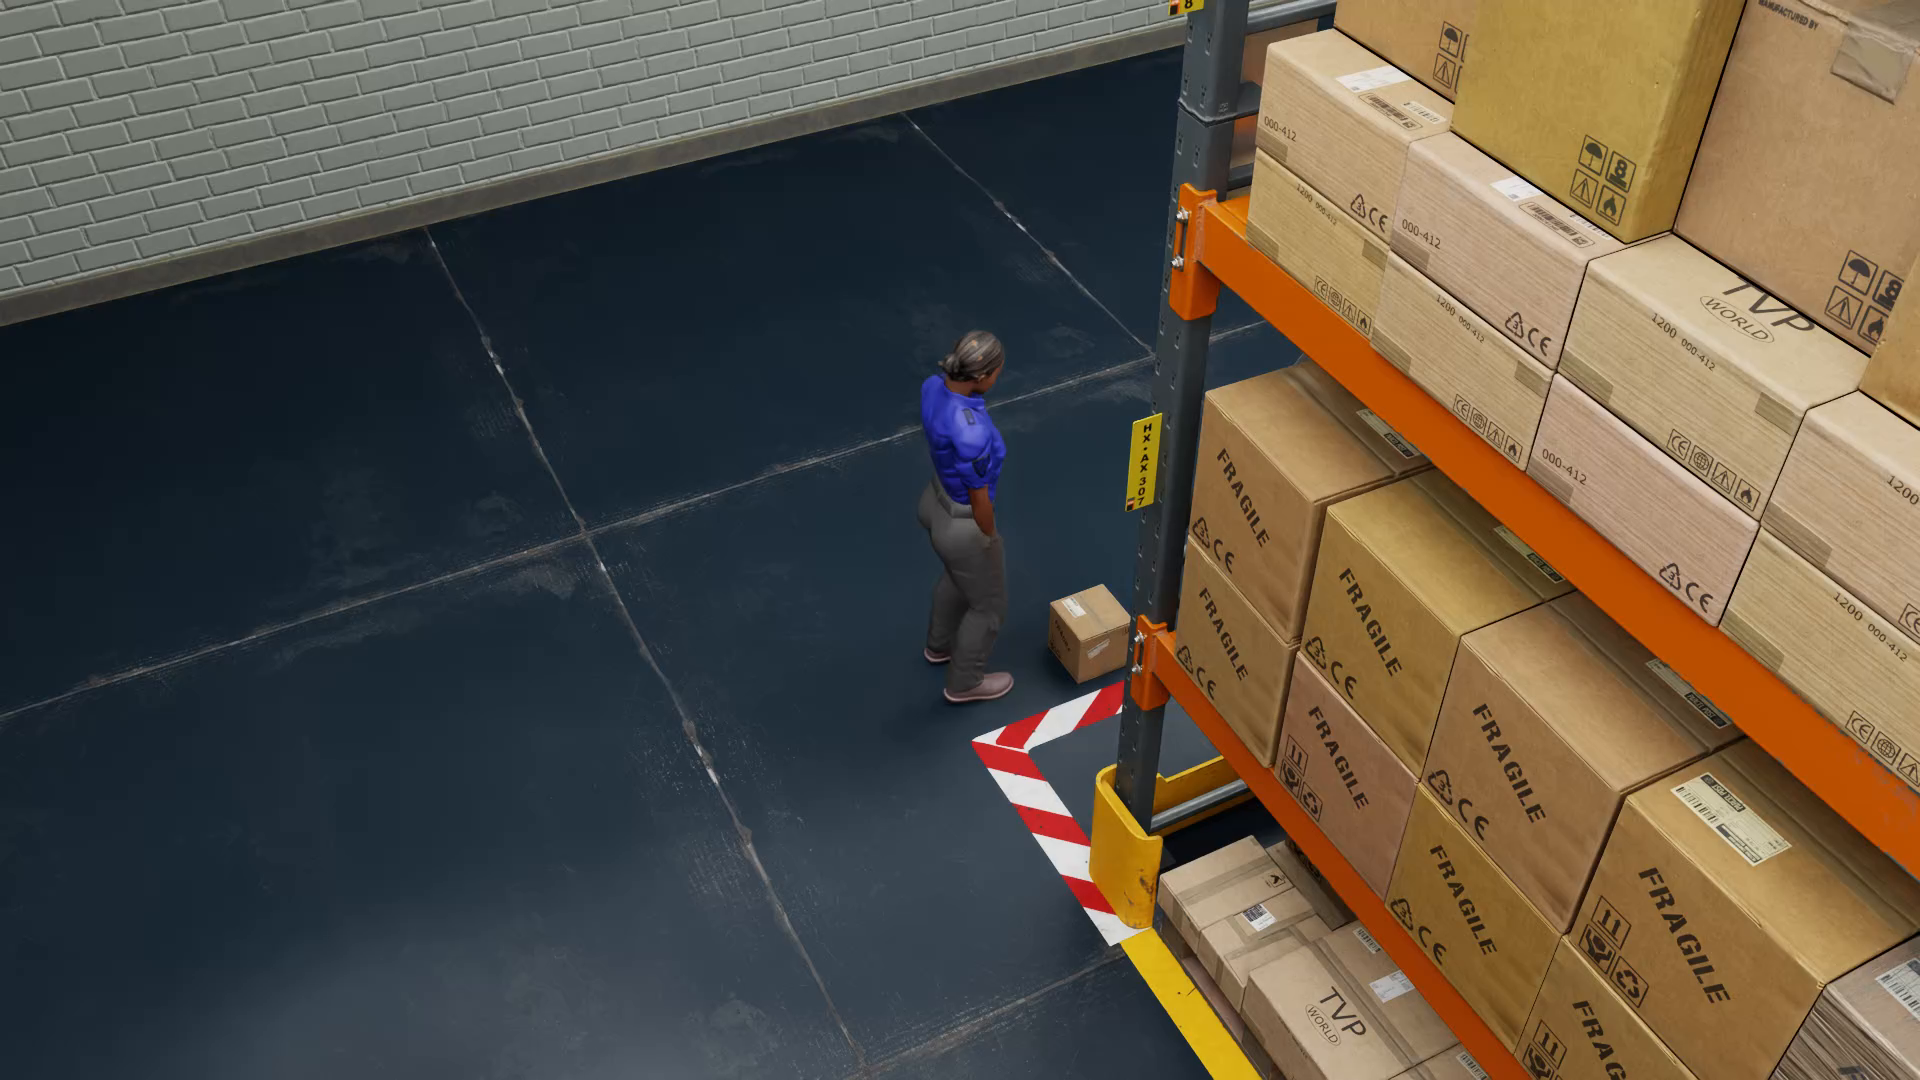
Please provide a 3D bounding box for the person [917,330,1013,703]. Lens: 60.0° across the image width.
[{"bbox_3d":[0.013,-0.086,6.286,0.330,1.637,0.446,-14,43,-15],"label":"person"}]
